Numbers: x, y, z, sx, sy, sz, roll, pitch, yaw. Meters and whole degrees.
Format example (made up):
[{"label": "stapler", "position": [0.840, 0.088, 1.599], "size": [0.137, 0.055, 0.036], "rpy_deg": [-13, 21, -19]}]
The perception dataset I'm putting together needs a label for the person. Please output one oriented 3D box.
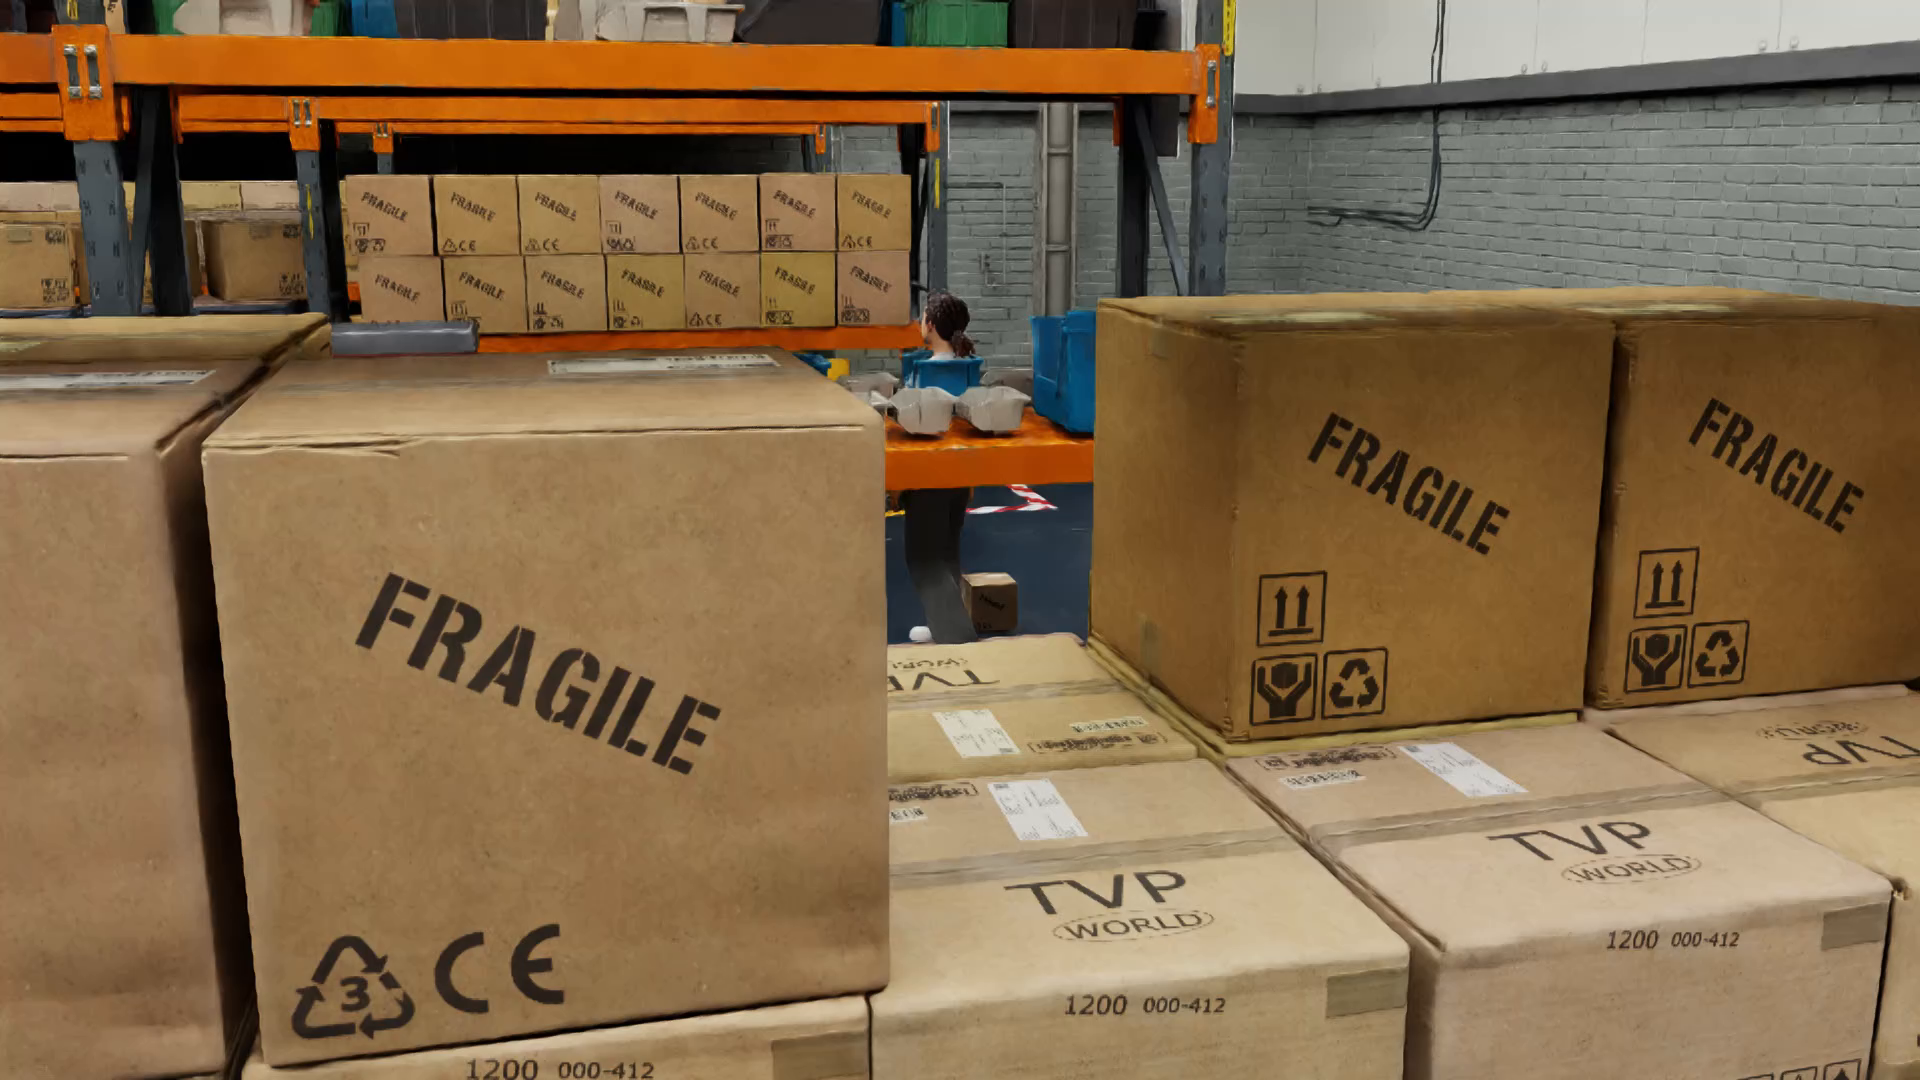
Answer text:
[{"label": "person", "position": [-0.109, -0.256, 7.376], "size": [0.560, 1.665, 0.617], "rpy_deg": [6, 14, 26]}]
